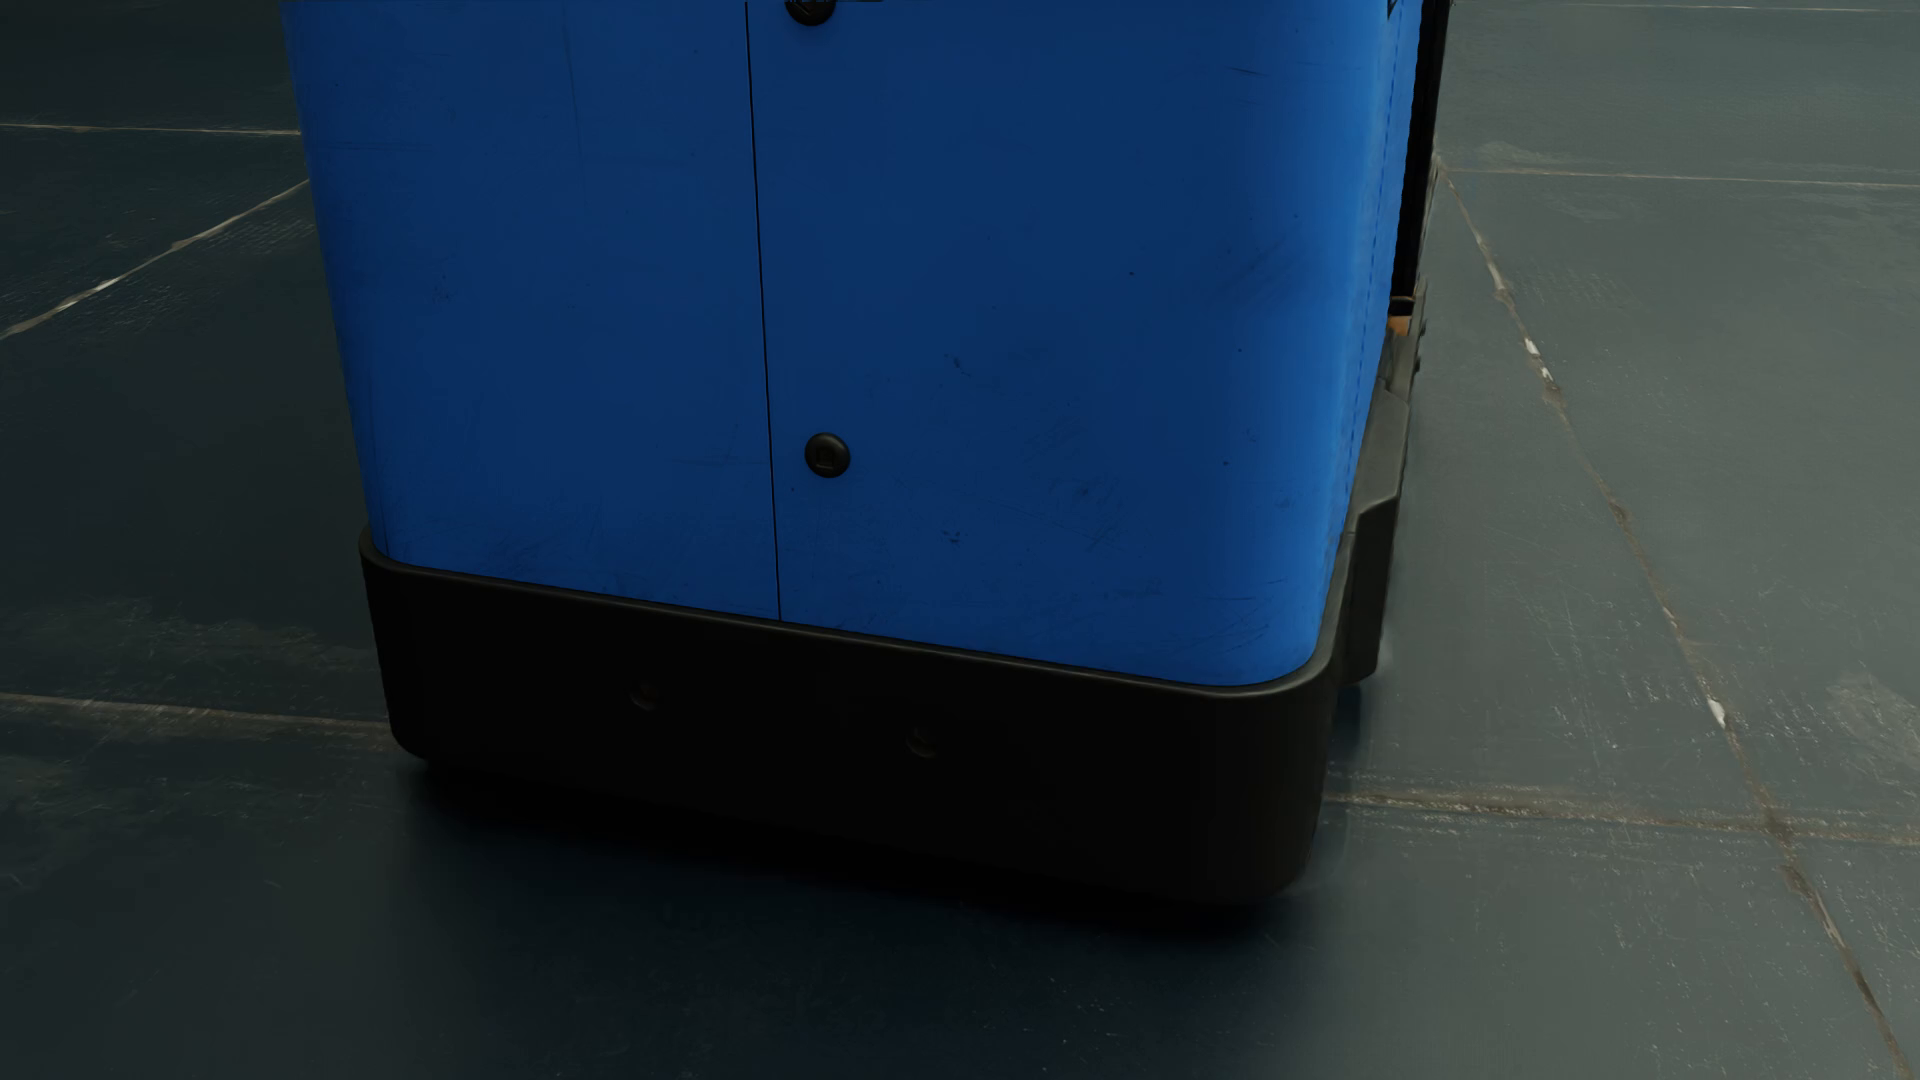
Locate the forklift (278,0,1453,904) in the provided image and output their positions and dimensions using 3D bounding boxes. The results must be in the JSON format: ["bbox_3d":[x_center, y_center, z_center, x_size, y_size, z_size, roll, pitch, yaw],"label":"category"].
[{"bbox_3d":[0.257,-1.593,2.411,1.130,2.935,3.031,8,28,15],"label":"forklift"}]
